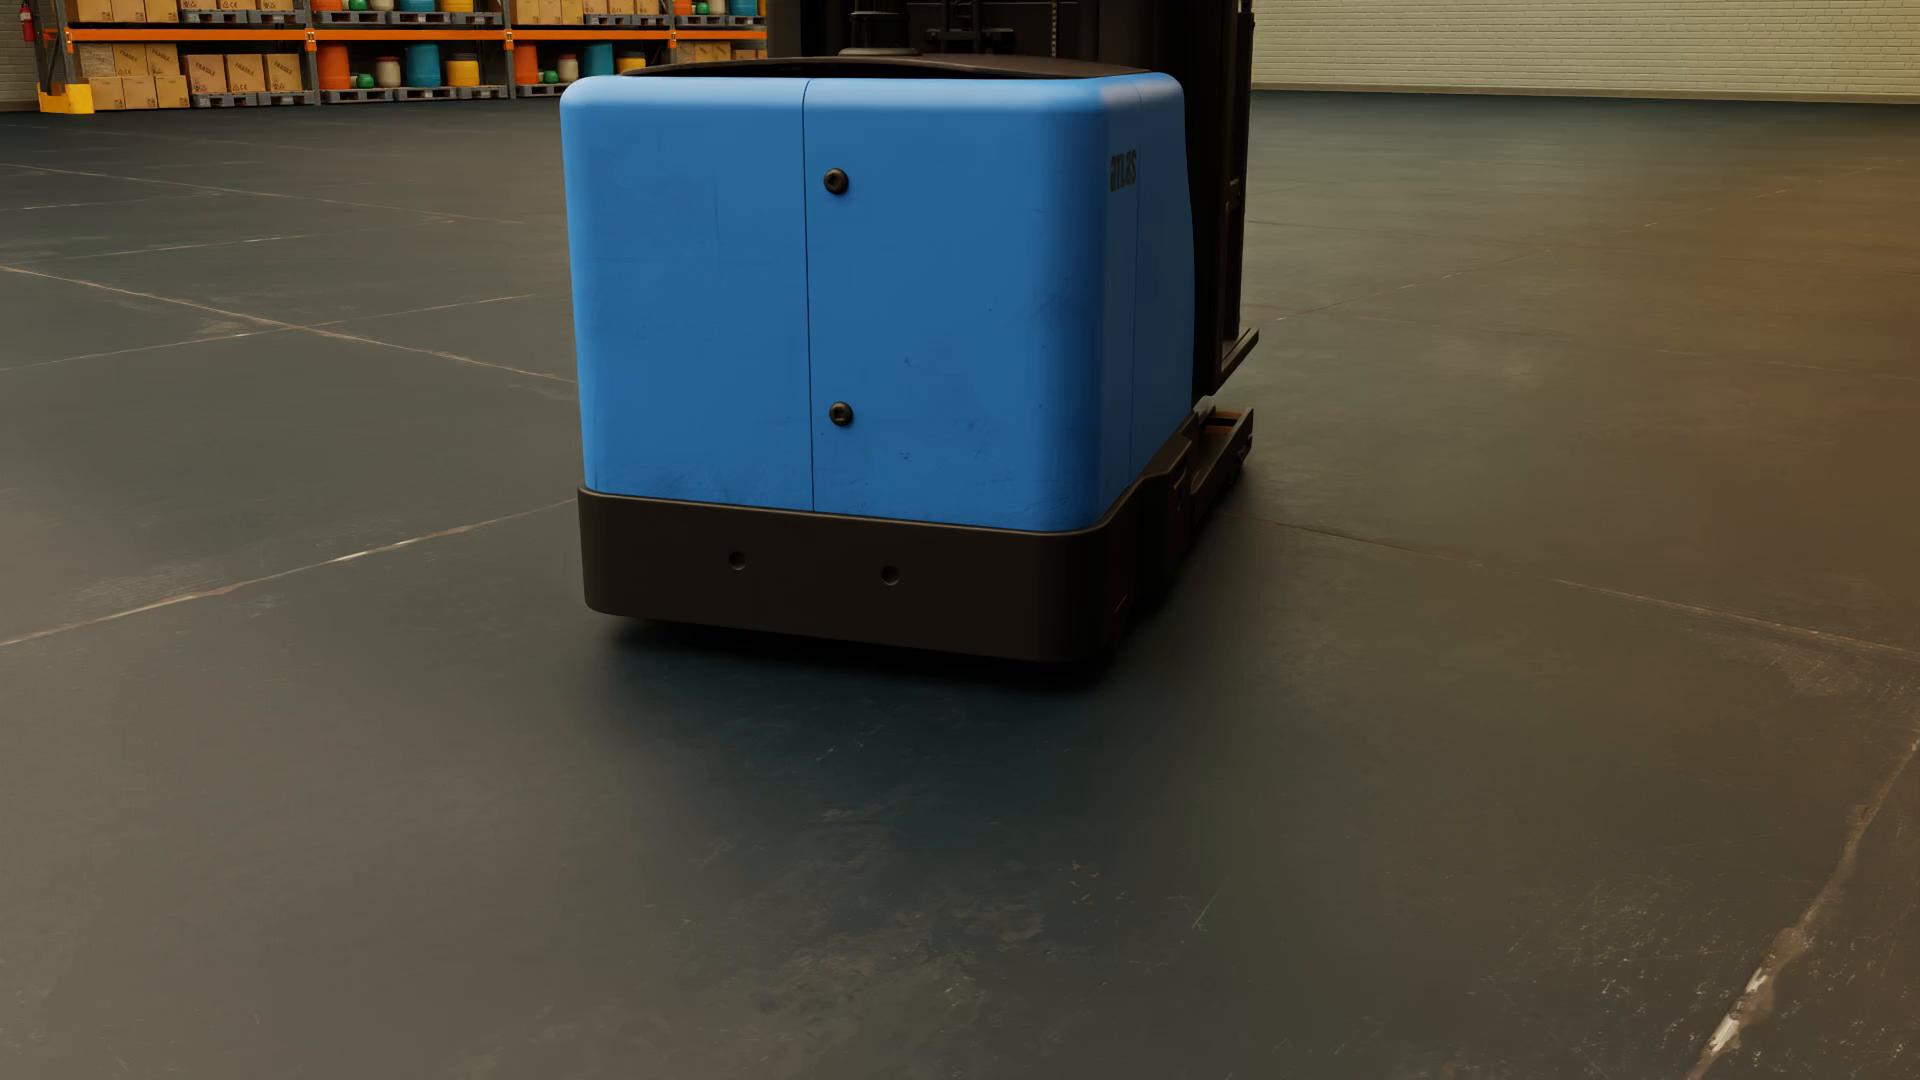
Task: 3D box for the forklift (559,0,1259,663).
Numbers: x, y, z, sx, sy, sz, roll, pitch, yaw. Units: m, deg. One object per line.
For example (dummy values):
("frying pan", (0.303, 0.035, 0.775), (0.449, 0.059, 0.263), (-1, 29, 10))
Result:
("forklift", (0.182, -1.571, 4.072), (1.130, 2.935, 3.031), (5, 18, 17))
